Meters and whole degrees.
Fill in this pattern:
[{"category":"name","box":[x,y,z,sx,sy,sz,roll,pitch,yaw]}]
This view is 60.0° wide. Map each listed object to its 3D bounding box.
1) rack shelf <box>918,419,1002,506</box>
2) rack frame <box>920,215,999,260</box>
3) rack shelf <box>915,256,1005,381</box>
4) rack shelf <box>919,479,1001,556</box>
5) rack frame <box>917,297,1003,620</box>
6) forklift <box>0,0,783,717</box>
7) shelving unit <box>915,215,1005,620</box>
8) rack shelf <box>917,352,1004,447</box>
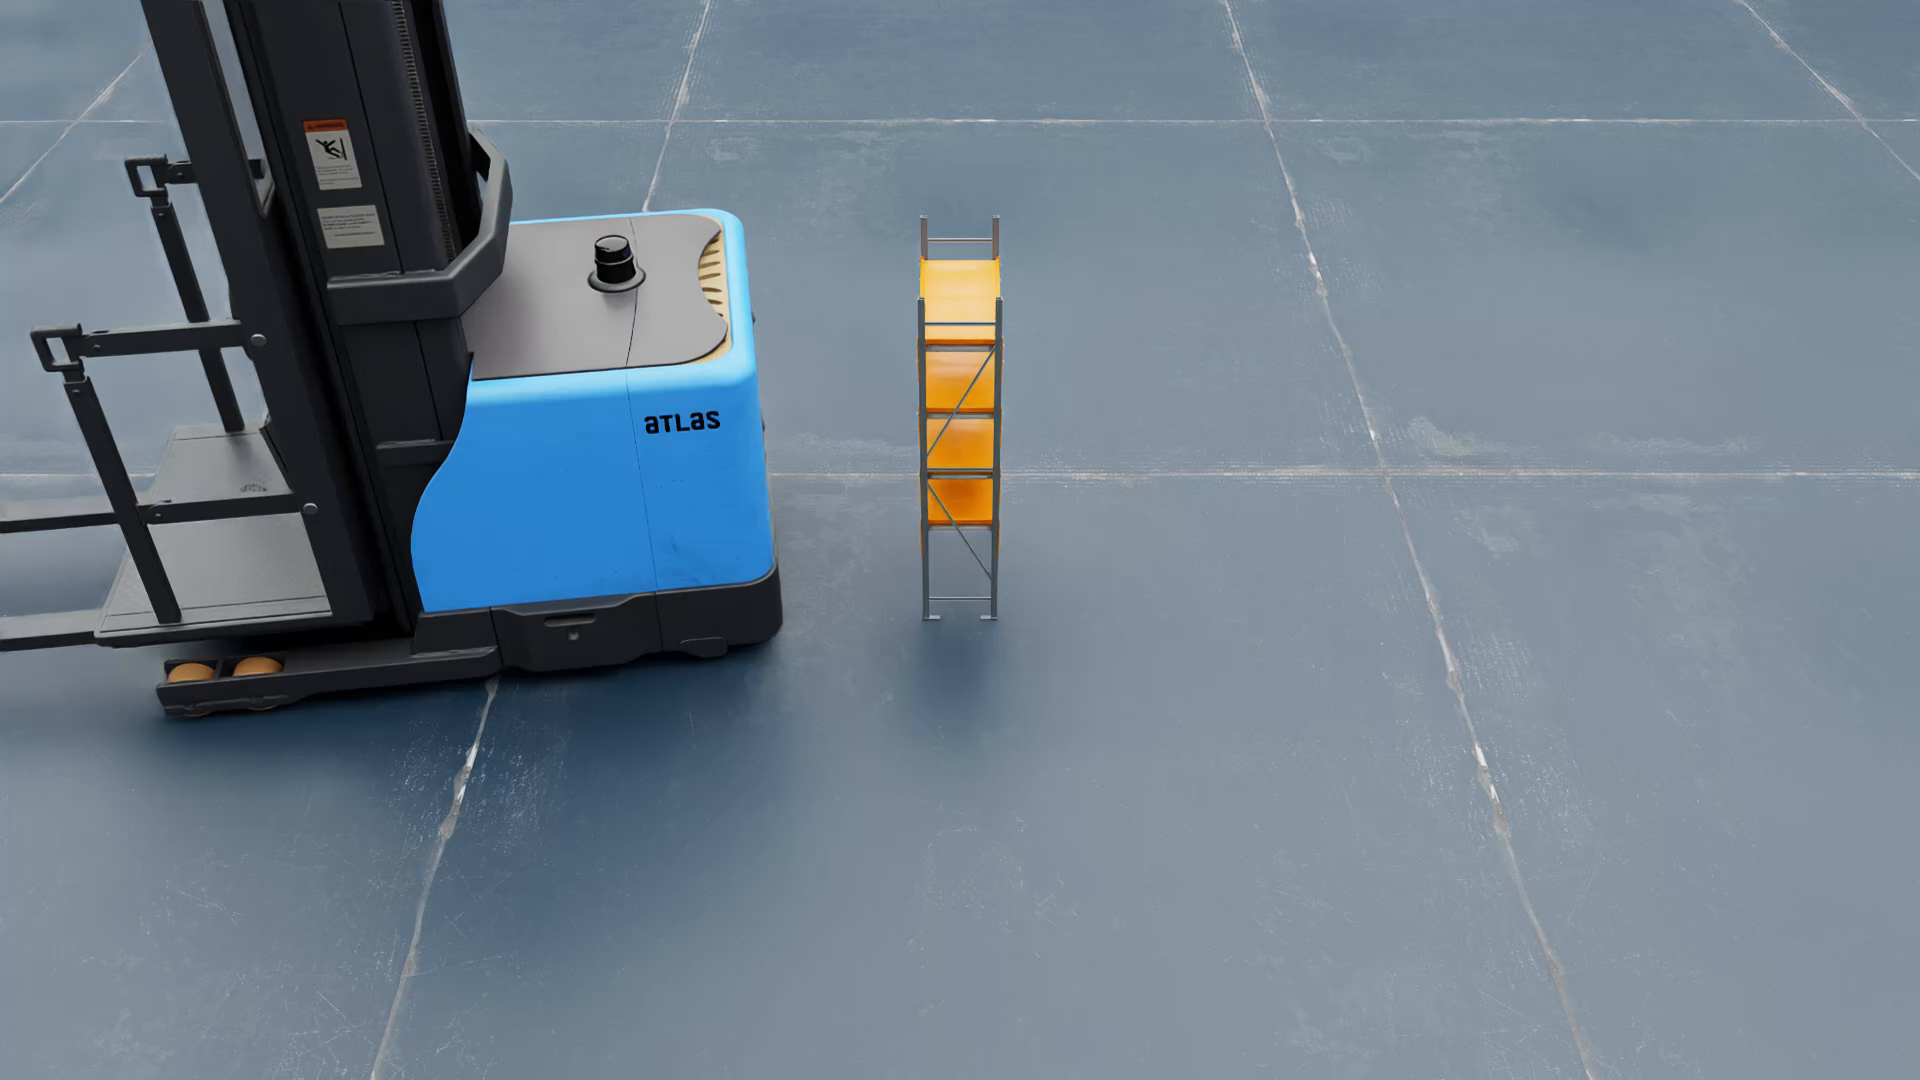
[{"category":"rack shelf","box":[0.000,-0.312,5.288,0.258,0.148,0.480,0,39,0]},{"category":"rack frame","box":[0.000,-0.517,5.436,0.240,1.200,0.015,0,39,0]},{"category":"rack shelf","box":[0.000,-0.671,5.000,0.258,0.148,0.480,0,39,0]},{"category":"rack shelf","box":[0.000,-0.157,5.412,0.258,0.148,0.480,0,39,0]},{"category":"rack frame","box":[0.000,-0.212,5.055,0.240,1.200,0.015,0,39,0]},{"category":"forklift","box":[-2.127,-0.959,4.603,3.031,2.935,1.130,-5,39,-7]},{"category":"shelving unit","box":[0.000,-0.365,5.246,0.258,1.200,0.503,0,39,0]},{"category":"rack shelf","box":[0.000,-0.487,5.148,0.258,0.148,0.480,0,39,0]}]
